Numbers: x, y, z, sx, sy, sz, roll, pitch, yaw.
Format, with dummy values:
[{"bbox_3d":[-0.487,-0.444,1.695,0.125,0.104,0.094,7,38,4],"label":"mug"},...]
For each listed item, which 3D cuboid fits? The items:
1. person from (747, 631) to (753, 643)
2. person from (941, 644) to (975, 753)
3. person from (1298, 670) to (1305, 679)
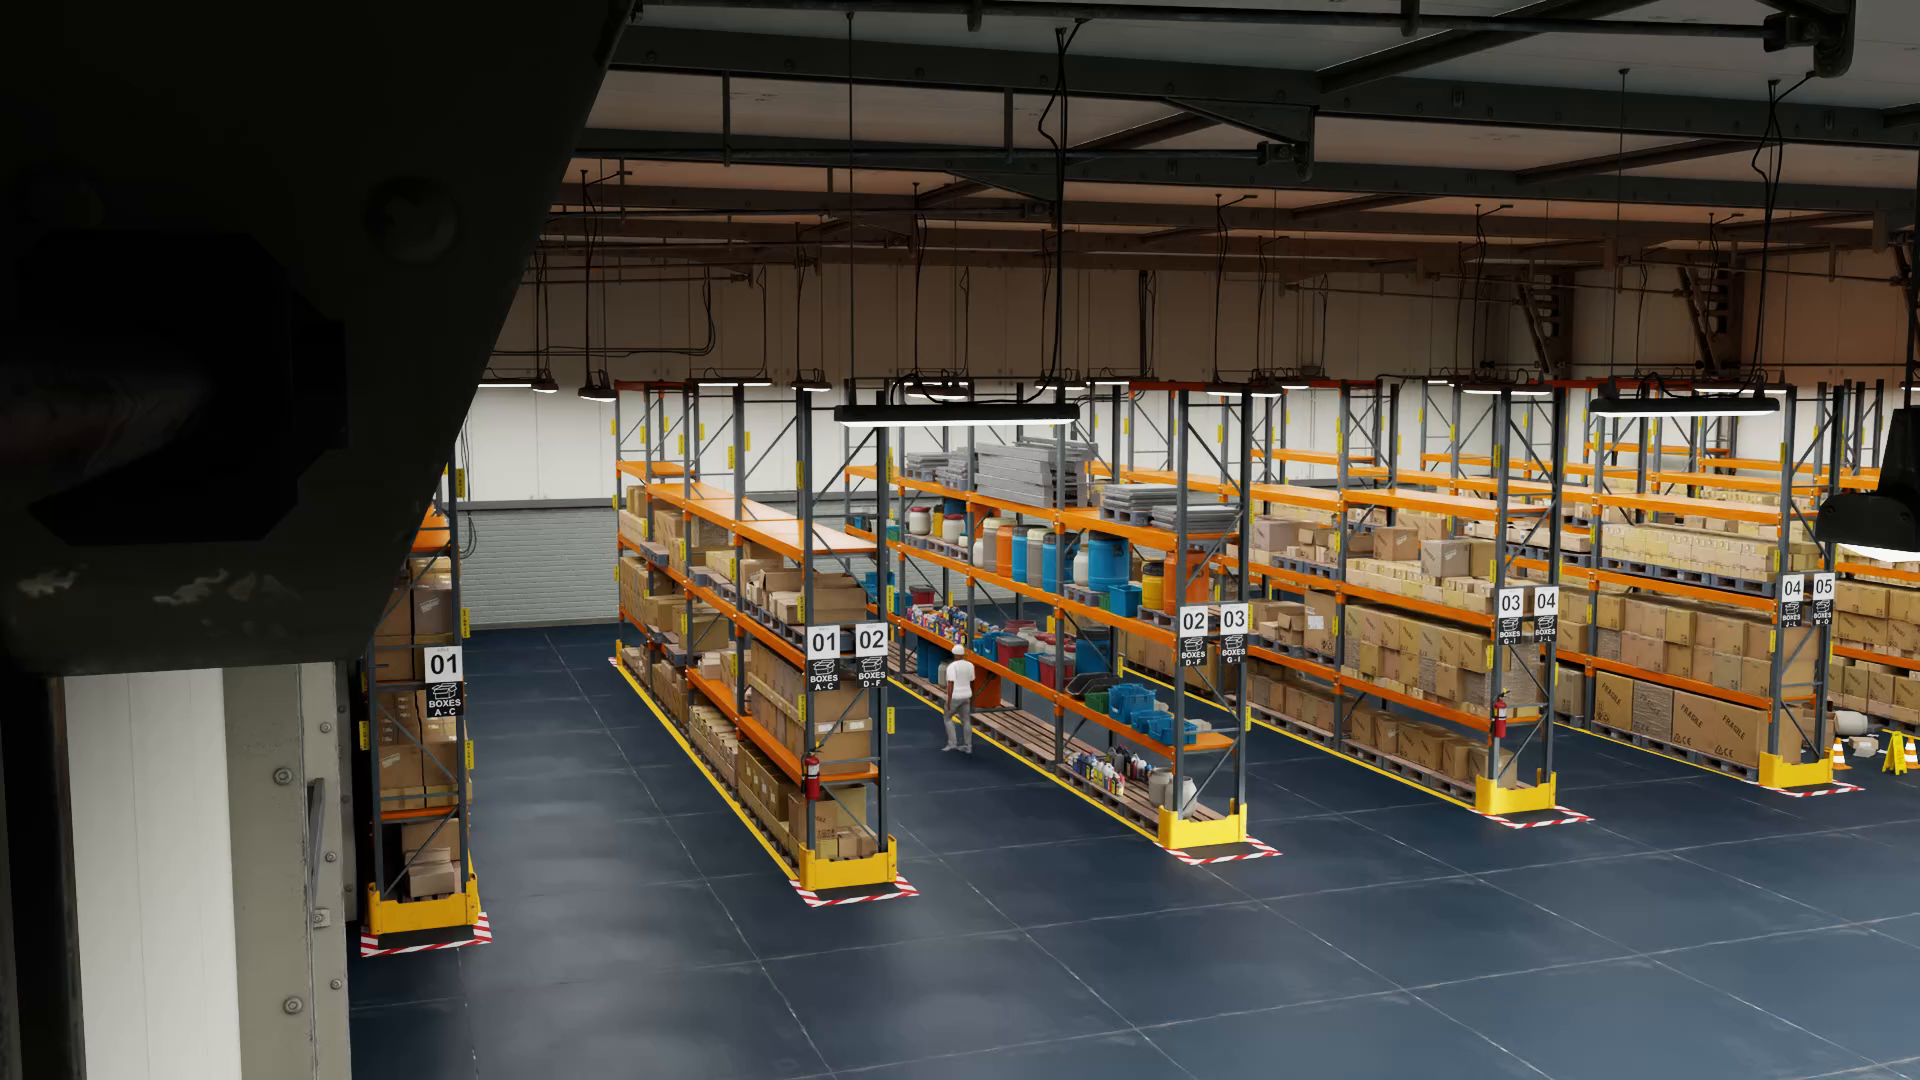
[{"bbox_3d":[-4.617,1.725,35.745,0.492,1.635,0.872,-2,6,-22],"label":"person"},{"bbox_3d":[0.013,2.599,27.127,0.612,1.786,0.547,-5,8,-37],"label":"person"},{"bbox_3d":[6.694,2.047,33.214,0.407,1.612,0.664,-3,7,-26],"label":"person"}]
